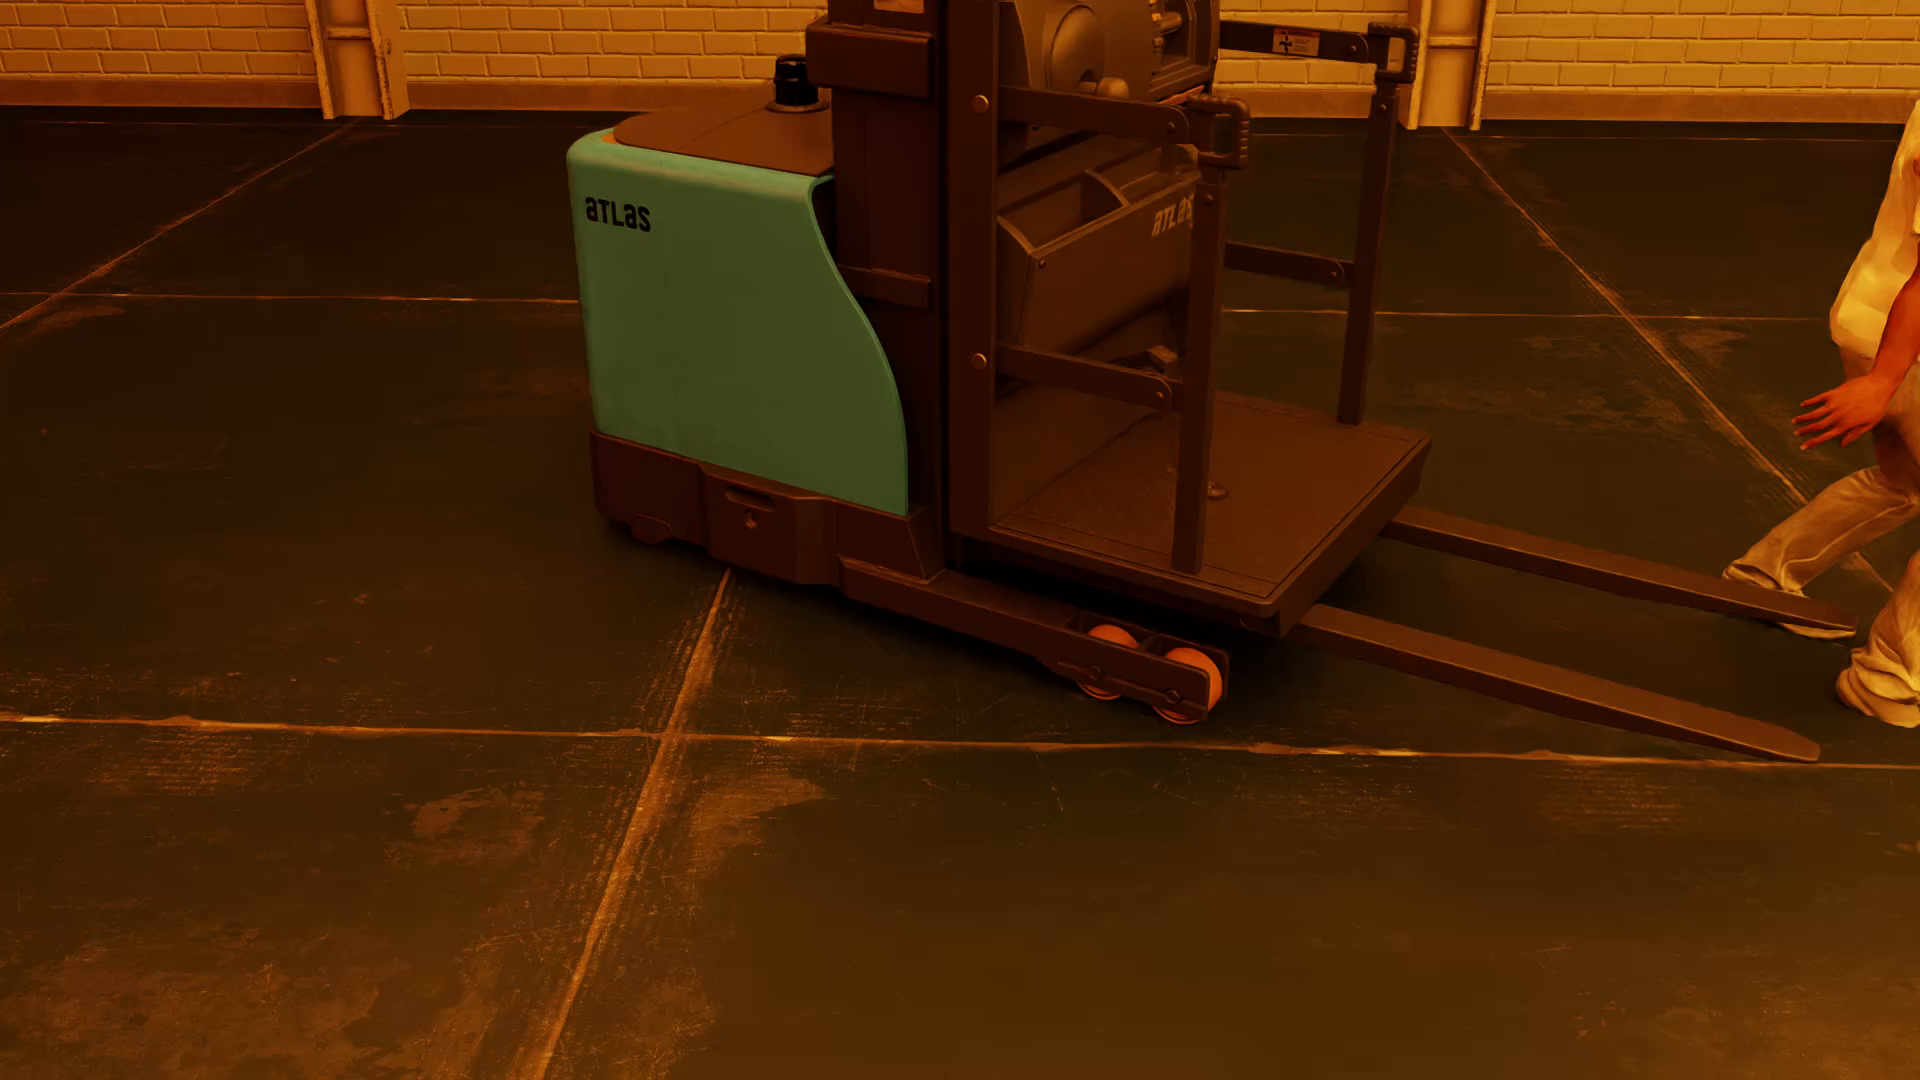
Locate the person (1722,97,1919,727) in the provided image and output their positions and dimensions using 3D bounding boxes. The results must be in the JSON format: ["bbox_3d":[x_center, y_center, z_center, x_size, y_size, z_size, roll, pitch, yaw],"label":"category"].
[{"bbox_3d":[2.083,-0.393,3.573,0.610,1.763,0.805,13,29,25],"label":"person"}]

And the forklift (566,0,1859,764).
[{"bbox_3d":[0.525,-1.174,3.588,3.031,2.935,1.130,16,30,29],"label":"forklift"}]
